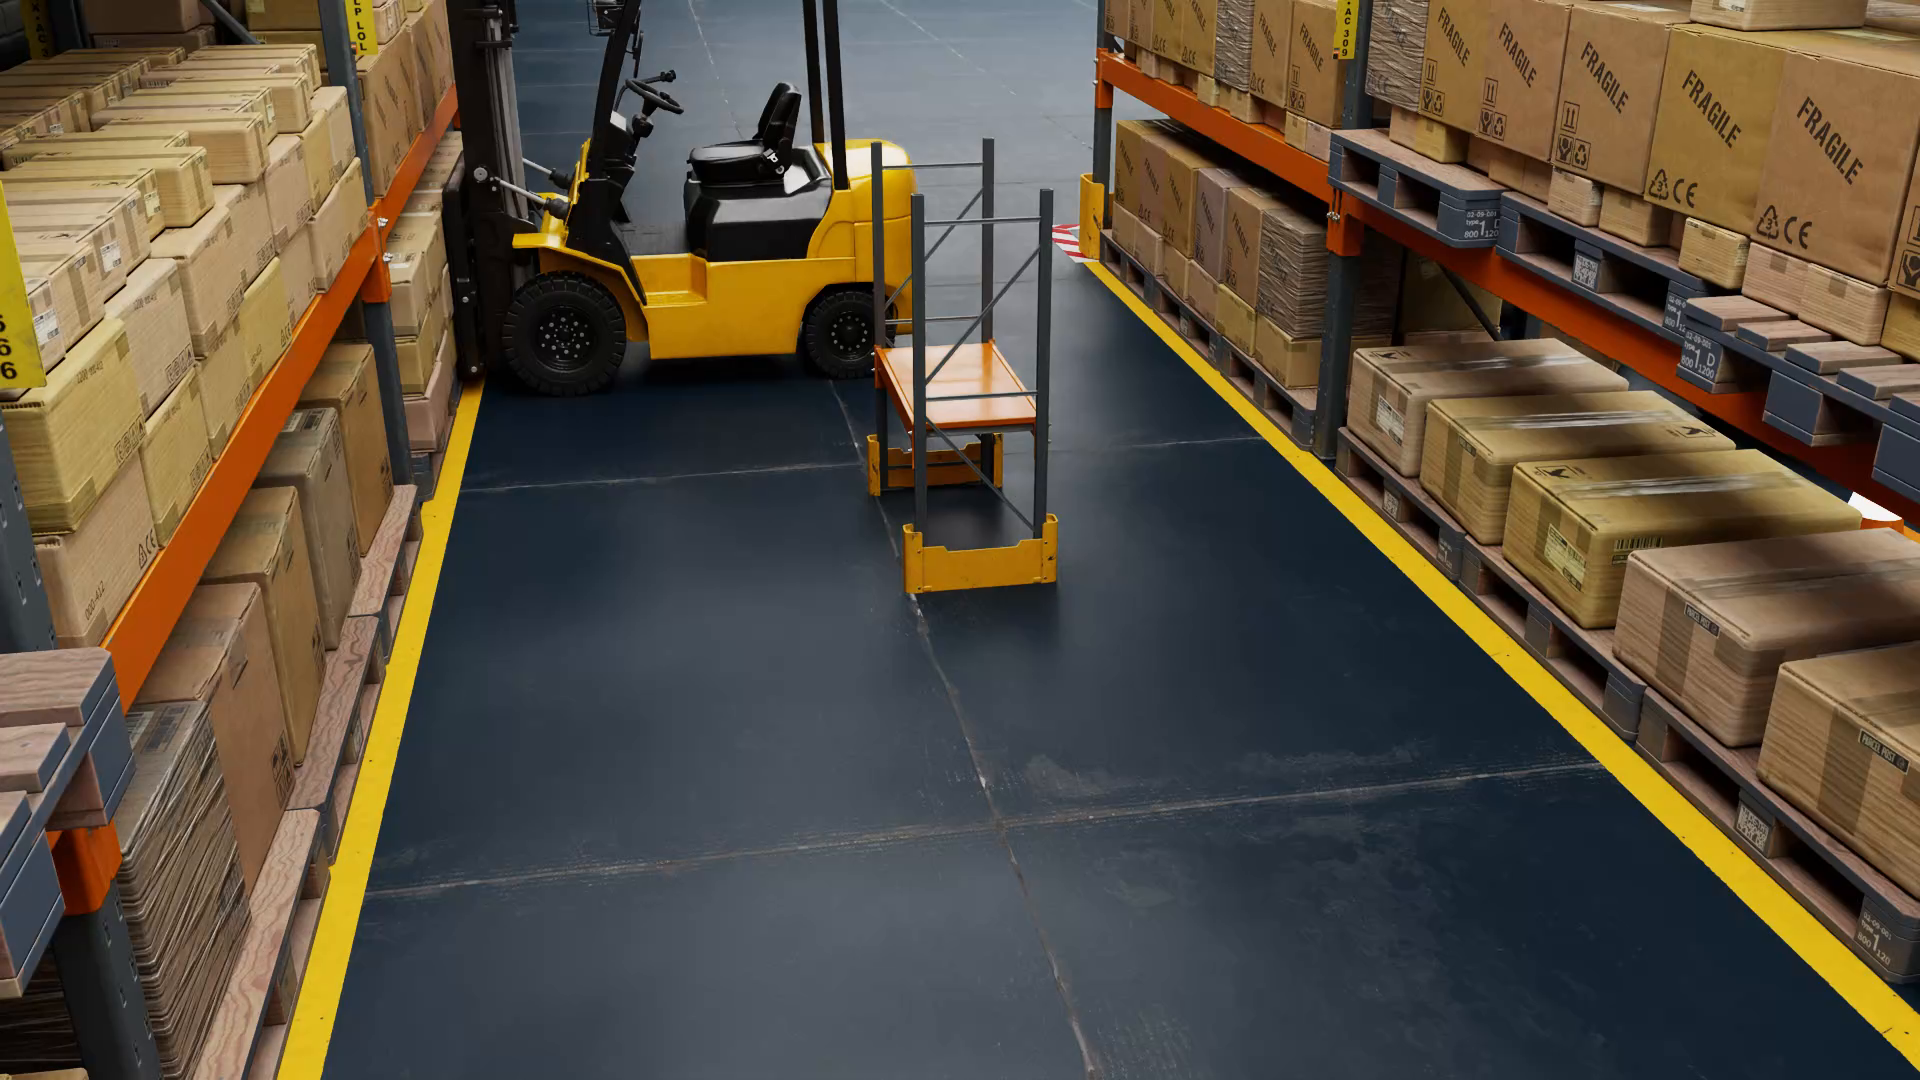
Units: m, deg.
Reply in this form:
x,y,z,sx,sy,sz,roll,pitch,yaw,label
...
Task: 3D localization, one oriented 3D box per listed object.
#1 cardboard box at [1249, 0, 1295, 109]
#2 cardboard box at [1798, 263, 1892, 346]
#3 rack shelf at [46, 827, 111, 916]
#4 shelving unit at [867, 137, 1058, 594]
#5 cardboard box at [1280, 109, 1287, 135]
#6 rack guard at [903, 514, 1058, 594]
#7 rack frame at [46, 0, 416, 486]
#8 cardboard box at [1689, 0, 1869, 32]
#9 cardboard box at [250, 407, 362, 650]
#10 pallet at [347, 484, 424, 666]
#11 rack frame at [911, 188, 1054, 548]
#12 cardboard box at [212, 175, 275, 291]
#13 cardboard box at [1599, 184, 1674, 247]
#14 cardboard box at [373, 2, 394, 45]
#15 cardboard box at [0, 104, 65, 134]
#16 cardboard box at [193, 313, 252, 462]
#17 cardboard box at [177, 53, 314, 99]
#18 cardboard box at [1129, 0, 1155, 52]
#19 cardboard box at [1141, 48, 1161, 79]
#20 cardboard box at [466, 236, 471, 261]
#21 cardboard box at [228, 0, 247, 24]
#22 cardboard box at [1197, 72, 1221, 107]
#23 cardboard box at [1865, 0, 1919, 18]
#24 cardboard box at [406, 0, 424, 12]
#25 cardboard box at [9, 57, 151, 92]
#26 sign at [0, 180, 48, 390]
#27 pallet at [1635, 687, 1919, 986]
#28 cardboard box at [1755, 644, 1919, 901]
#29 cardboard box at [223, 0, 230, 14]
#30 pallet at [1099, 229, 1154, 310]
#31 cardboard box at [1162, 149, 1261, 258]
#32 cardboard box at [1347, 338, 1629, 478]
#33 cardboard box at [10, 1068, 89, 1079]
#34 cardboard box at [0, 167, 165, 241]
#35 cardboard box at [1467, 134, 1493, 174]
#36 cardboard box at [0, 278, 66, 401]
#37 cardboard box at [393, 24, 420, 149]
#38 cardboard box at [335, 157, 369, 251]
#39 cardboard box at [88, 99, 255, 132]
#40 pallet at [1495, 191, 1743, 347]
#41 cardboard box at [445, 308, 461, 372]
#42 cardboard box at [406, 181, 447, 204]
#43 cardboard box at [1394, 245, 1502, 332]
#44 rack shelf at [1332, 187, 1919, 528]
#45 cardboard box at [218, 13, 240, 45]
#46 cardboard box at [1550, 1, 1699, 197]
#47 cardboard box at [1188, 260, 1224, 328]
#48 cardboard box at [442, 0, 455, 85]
x,y,z,sx,sy,sz,roll,pitch,yaw,label
1.695,-2.331,7.843,0.500,0.500,0.500,-4,24,-8,cardboard box
2.360,-0.602,4.170,0.380,0.149,0.250,-5,24,-10,cardboard box
-1.644,1.268,0.998,1.077,0.370,4.000,-4,24,-10,rack shelf
-0.014,-0.717,6.518,0.587,1.500,1.083,-4,24,-10,shelving unit
1.740,-1.985,7.862,0.380,0.149,0.250,-4,24,-9,cardboard box
0.078,0.051,6.320,0.587,0.250,0.087,-4,24,-10,rack guard
-2.754,-1.422,6.258,1.000,3.000,0.127,-4,24,-10,rack frame
2.284,-1.512,4.632,0.380,0.149,0.250,-5,24,-12,cardboard box
-2.510,-0.016,5.481,0.875,0.625,0.625,-5,24,-10,cardboard box
-2.579,0.143,6.159,1.003,0.211,1.213,-4,24,-10,pallet
0.078,-0.521,6.069,0.500,1.500,0.032,-4,24,-10,rack frame
-2.146,-0.805,4.407,0.500,0.250,0.500,-4,24,-9,cardboard box
2.207,-1.010,5.103,0.380,0.149,0.250,-5,24,-11,cardboard box
-2.652,-2.214,7.137,0.380,0.149,0.250,-4,24,-9,cardboard box
-2.716,-1.105,4.598,0.380,0.149,0.250,-4,24,-10,cardboard box
-2.046,-0.373,4.043,0.500,0.250,0.500,-5,24,-11,cardboard box
-2.407,-1.547,5.608,0.380,0.149,0.250,-5,24,-11,cardboard box
1.298,-3.136,9.685,0.500,0.500,0.500,-4,24,-8,cardboard box
1.275,-2.788,9.700,0.380,0.149,0.250,-4,24,-9,cardboard box
-2.898,-1.589,8.926,0.500,0.250,0.500,-5,24,-11,cardboard box
-2.676,-2.143,6.603,0.380,0.149,0.250,-4,24,-9,cardboard box
1.472,-2.380,8.766,0.380,0.149,0.250,-4,24,-9,cardboard box
2.715,-1.396,5.177,0.500,0.500,0.500,-5,24,-12,cardboard box
-2.893,-2.720,8.294,0.380,0.149,0.250,-4,24,-9,cardboard box
-2.902,-1.501,5.504,0.380,0.149,0.250,-5,24,-12,cardboard box
-1.483,-0.387,2.540,0.100,0.325,0.005,-4,24,-10,sign
2.720,0.753,4.762,1.003,0.211,1.213,-4,24,-10,pallet
2.769,0.572,4.452,0.950,0.372,0.625,-6,24,-13,cardboard box
-3.177,-2.209,6.754,0.380,0.149,0.250,-5,24,-10,cardboard box
1.514,-1.734,10.456,1.003,0.211,1.213,-4,24,-10,pallet
1.452,-1.890,9.303,0.500,0.500,0.500,-4,24,-9,cardboard box
2.223,-0.573,7.072,0.950,0.372,0.625,-4,24,-9,cardboard box
-1.725,1.255,2.727,0.500,0.500,0.500,-4,24,-8,cardboard box
-2.043,-0.741,3.764,0.380,0.149,0.250,-4,24,-9,cardboard box
2.080,-1.422,6.048,0.380,0.149,0.250,-3,24,-6,cardboard box
-1.784,-0.339,2.842,0.380,0.149,0.250,-4,24,-8,cardboard box
-2.787,-2.064,7.604,0.500,0.500,0.500,-5,24,-10,cardboard box
-2.403,-1.174,5.878,0.500,0.250,0.500,-4,24,-9,cardboard box
-2.207,-1.146,4.692,0.380,0.149,0.250,-4,24,-9,cardboard box
2.457,-0.905,5.314,1.003,0.211,1.213,-4,24,-10,pallet
-2.737,-0.968,8.130,0.500,0.250,0.500,-4,24,-9,cardboard box
-2.812,-1.630,8.395,0.500,0.250,0.500,-5,24,-11,cardboard box
2.280,-1.319,7.995,0.500,0.500,0.500,-3,24,-7,cardboard box
2.494,-0.674,5.445,1.077,0.370,4.000,-4,24,-10,rack shelf
-3.187,-2.073,6.813,0.380,0.149,0.250,-4,24,-8,cardboard box
2.205,-1.366,5.108,0.500,0.500,0.500,-5,24,-12,cardboard box
1.552,-1.345,8.992,0.500,0.250,0.500,-4,24,-9,cardboard box
-3.144,-2.867,9.441,0.500,0.500,0.500,-5,24,-11,cardboard box
